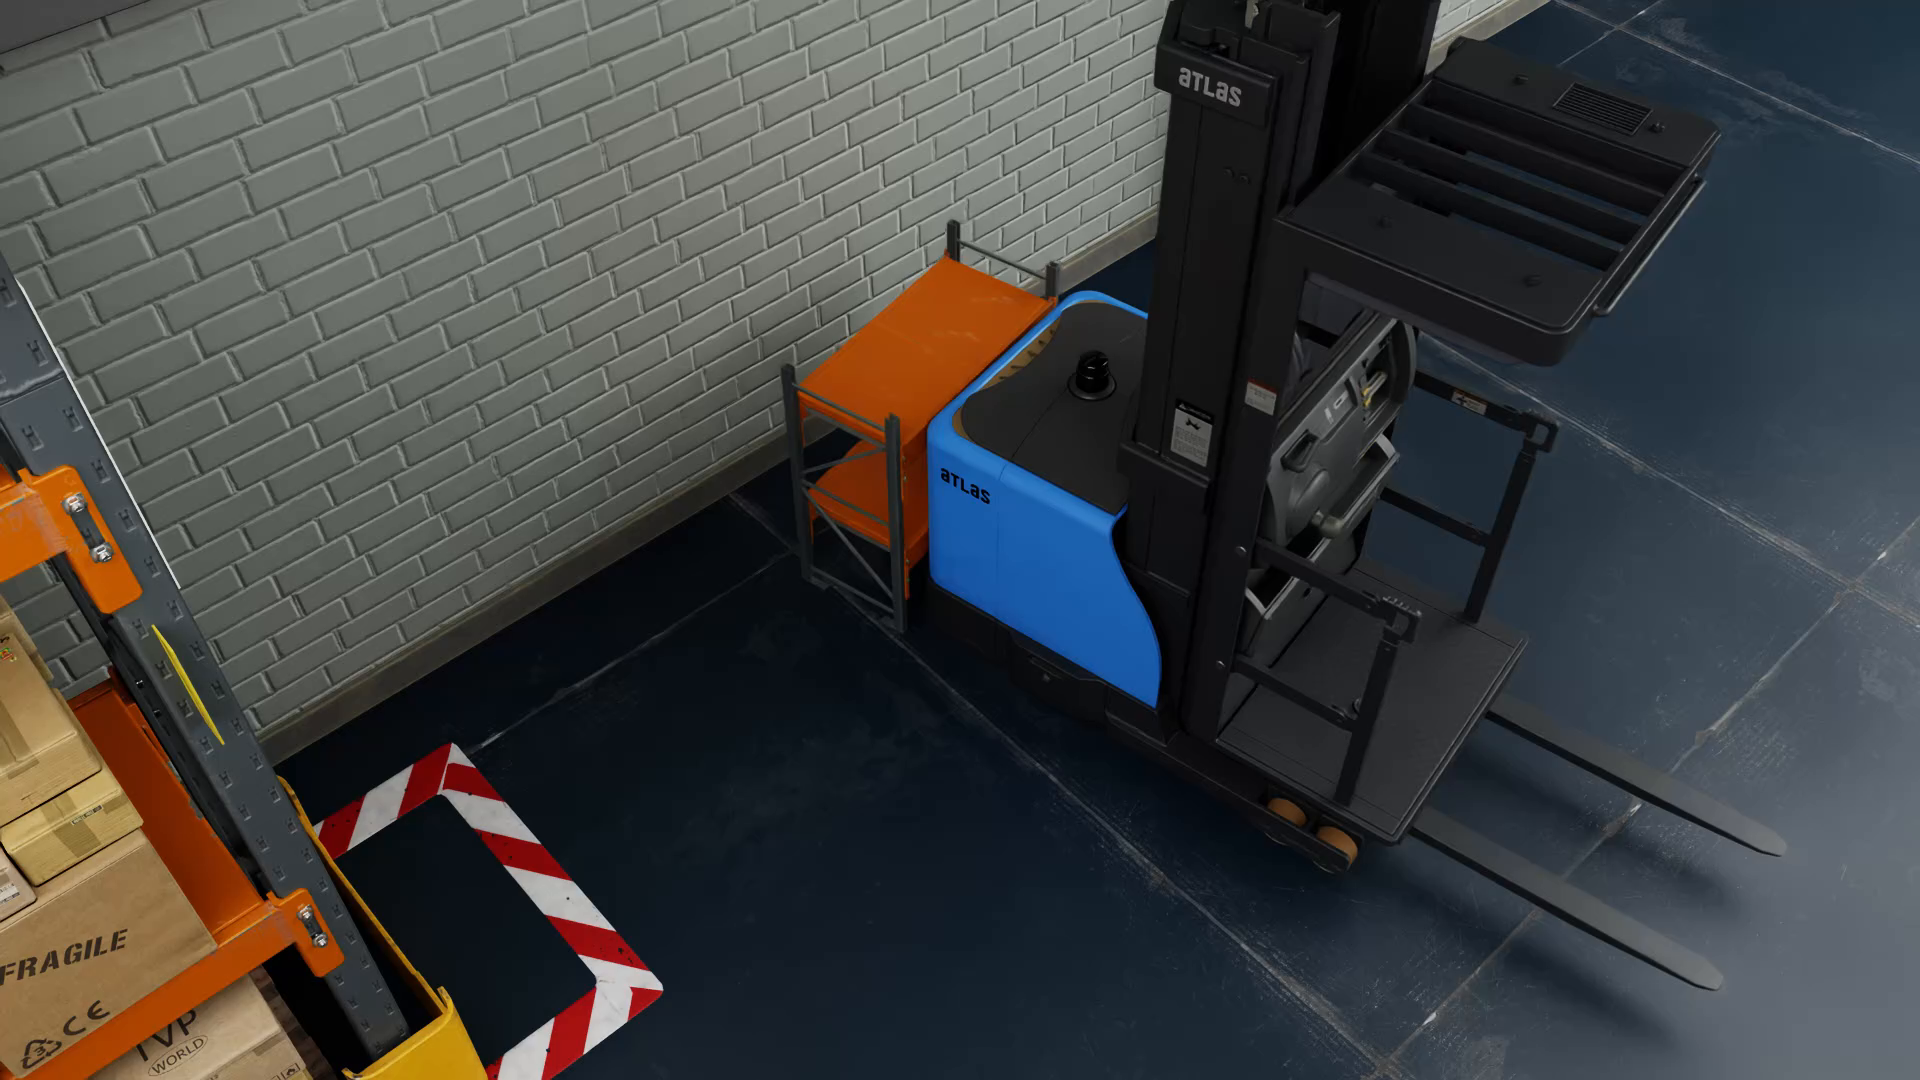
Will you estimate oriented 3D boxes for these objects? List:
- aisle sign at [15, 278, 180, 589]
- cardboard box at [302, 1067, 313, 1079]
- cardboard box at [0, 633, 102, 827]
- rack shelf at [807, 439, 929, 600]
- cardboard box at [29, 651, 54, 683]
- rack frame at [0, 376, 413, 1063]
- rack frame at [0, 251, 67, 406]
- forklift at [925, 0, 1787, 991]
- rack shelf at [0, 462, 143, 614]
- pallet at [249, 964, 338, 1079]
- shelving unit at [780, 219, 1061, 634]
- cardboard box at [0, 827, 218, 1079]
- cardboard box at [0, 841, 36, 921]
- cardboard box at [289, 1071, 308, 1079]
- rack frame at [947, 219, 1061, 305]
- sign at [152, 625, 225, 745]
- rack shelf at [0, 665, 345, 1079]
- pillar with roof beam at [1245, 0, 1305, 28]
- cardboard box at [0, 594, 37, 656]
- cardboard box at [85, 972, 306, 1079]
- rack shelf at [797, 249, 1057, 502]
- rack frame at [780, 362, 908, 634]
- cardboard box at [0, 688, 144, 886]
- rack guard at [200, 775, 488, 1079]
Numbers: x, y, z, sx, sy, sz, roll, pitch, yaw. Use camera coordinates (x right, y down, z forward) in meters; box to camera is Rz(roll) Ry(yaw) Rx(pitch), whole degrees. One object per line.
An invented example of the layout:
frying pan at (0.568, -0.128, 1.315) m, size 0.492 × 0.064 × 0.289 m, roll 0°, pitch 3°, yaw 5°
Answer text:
aisle sign at (-1.745, -0.274, 3.246) m, size 0.004 × 0.787 × 0.394 m, roll -34°, pitch 56°, yaw -27°
cardboard box at (-2.126, 1.675, 4.802) m, size 0.500 × 0.250 × 0.500 m, roll -33°, pitch 56°, yaw -27°
cardboard box at (-2.115, 0.417, 3.665) m, size 0.250 × 0.149 × 0.380 m, roll -34°, pitch 56°, yaw -27°
rack shelf at (-0.128, -0.272, 6.622) m, size 0.538 × 0.278 × 1.000 m, roll 27°, pitch 53°, yaw 23°
cardboard box at (-2.417, 0.253, 4.019) m, size 0.250 × 0.149 × 0.380 m, roll -35°, pitch 56°, yaw -28°
rack frame at (-1.991, 0.480, 4.319) m, size 0.127 × 3.000 × 1.000 m, roll -34°, pitch 56°, yaw -27°
rack frame at (-1.991, -1.554, 2.114) m, size 0.127 × 3.000 × 1.000 m, roll -34°, pitch 56°, yaw -27°
forklift at (1.354, -0.293, 5.080) m, size 3.031 × 2.935 × 1.130 m, roll 29°, pitch 54°, yaw 24°
rack shelf at (-3.471, 0.696, 2.569) m, size 4.000 × 0.370 × 1.077 m, roll -34°, pitch 56°, yaw -27°
pallet at (-2.529, 1.827, 4.974) m, size 1.213 × 0.211 × 1.003 m, roll -34°, pitch 56°, yaw -27°
shelving unit at (-0.128, -0.438, 6.442) m, size 0.538 × 1.125 × 1.048 m, roll 27°, pitch 53°, yaw 23°
cardboard box at (-2.179, 0.833, 3.926) m, size 0.500 × 0.500 × 0.500 m, roll -35°, pitch 56°, yaw -28°
cardboard box at (-2.228, 0.693, 3.614) m, size 0.250 × 0.149 × 0.380 m, roll -33°, pitch 55°, yaw -27°
cardboard box at (-2.141, 1.512, 4.613) m, size 0.500 × 0.250 × 0.500 m, roll -34°, pitch 56°, yaw -28°
rack frame at (0.163, -0.745, 6.725) m, size 0.500 × 1.125 × 0.032 m, roll 27°, pitch 53°, yaw 23°
sign at (-1.637, 0.309, 3.528) m, size 0.005 × 0.325 × 0.100 m, roll -34°, pitch 56°, yaw -27°
rack shelf at (-3.471, 1.713, 3.671) m, size 4.000 × 0.370 × 1.077 m, roll -34°, pitch 56°, yaw -27°
pillar with roof beam at (4.223, -2.325, 2.826) m, size 0.400 × 9.000 × 9.100 m, roll -34°, pitch 56°, yaw -27°
cardboard box at (-2.384, 0.176, 3.888) m, size 0.250 × 0.149 × 0.380 m, roll -35°, pitch 56°, yaw -28°
cardboard box at (-2.122, 1.329, 4.441) m, size 0.500 × 0.250 × 0.500 m, roll -32°, pitch 55°, yaw -26°
rack shelf at (-0.128, -0.637, 6.227) m, size 0.538 × 0.278 × 1.000 m, roll 27°, pitch 53°, yaw 23°
rack frame at (-0.418, -0.132, 6.159) m, size 0.500 × 1.125 × 0.032 m, roll 27°, pitch 53°, yaw 23°
cardboard box at (-2.059, 0.550, 3.745) m, size 0.250 × 0.149 × 0.380 m, roll -33°, pitch 55°, yaw -27°
rack guard at (-1.974, 1.316, 5.249) m, size 0.348 × 0.500 × 1.175 m, roll -34°, pitch 56°, yaw -27°
